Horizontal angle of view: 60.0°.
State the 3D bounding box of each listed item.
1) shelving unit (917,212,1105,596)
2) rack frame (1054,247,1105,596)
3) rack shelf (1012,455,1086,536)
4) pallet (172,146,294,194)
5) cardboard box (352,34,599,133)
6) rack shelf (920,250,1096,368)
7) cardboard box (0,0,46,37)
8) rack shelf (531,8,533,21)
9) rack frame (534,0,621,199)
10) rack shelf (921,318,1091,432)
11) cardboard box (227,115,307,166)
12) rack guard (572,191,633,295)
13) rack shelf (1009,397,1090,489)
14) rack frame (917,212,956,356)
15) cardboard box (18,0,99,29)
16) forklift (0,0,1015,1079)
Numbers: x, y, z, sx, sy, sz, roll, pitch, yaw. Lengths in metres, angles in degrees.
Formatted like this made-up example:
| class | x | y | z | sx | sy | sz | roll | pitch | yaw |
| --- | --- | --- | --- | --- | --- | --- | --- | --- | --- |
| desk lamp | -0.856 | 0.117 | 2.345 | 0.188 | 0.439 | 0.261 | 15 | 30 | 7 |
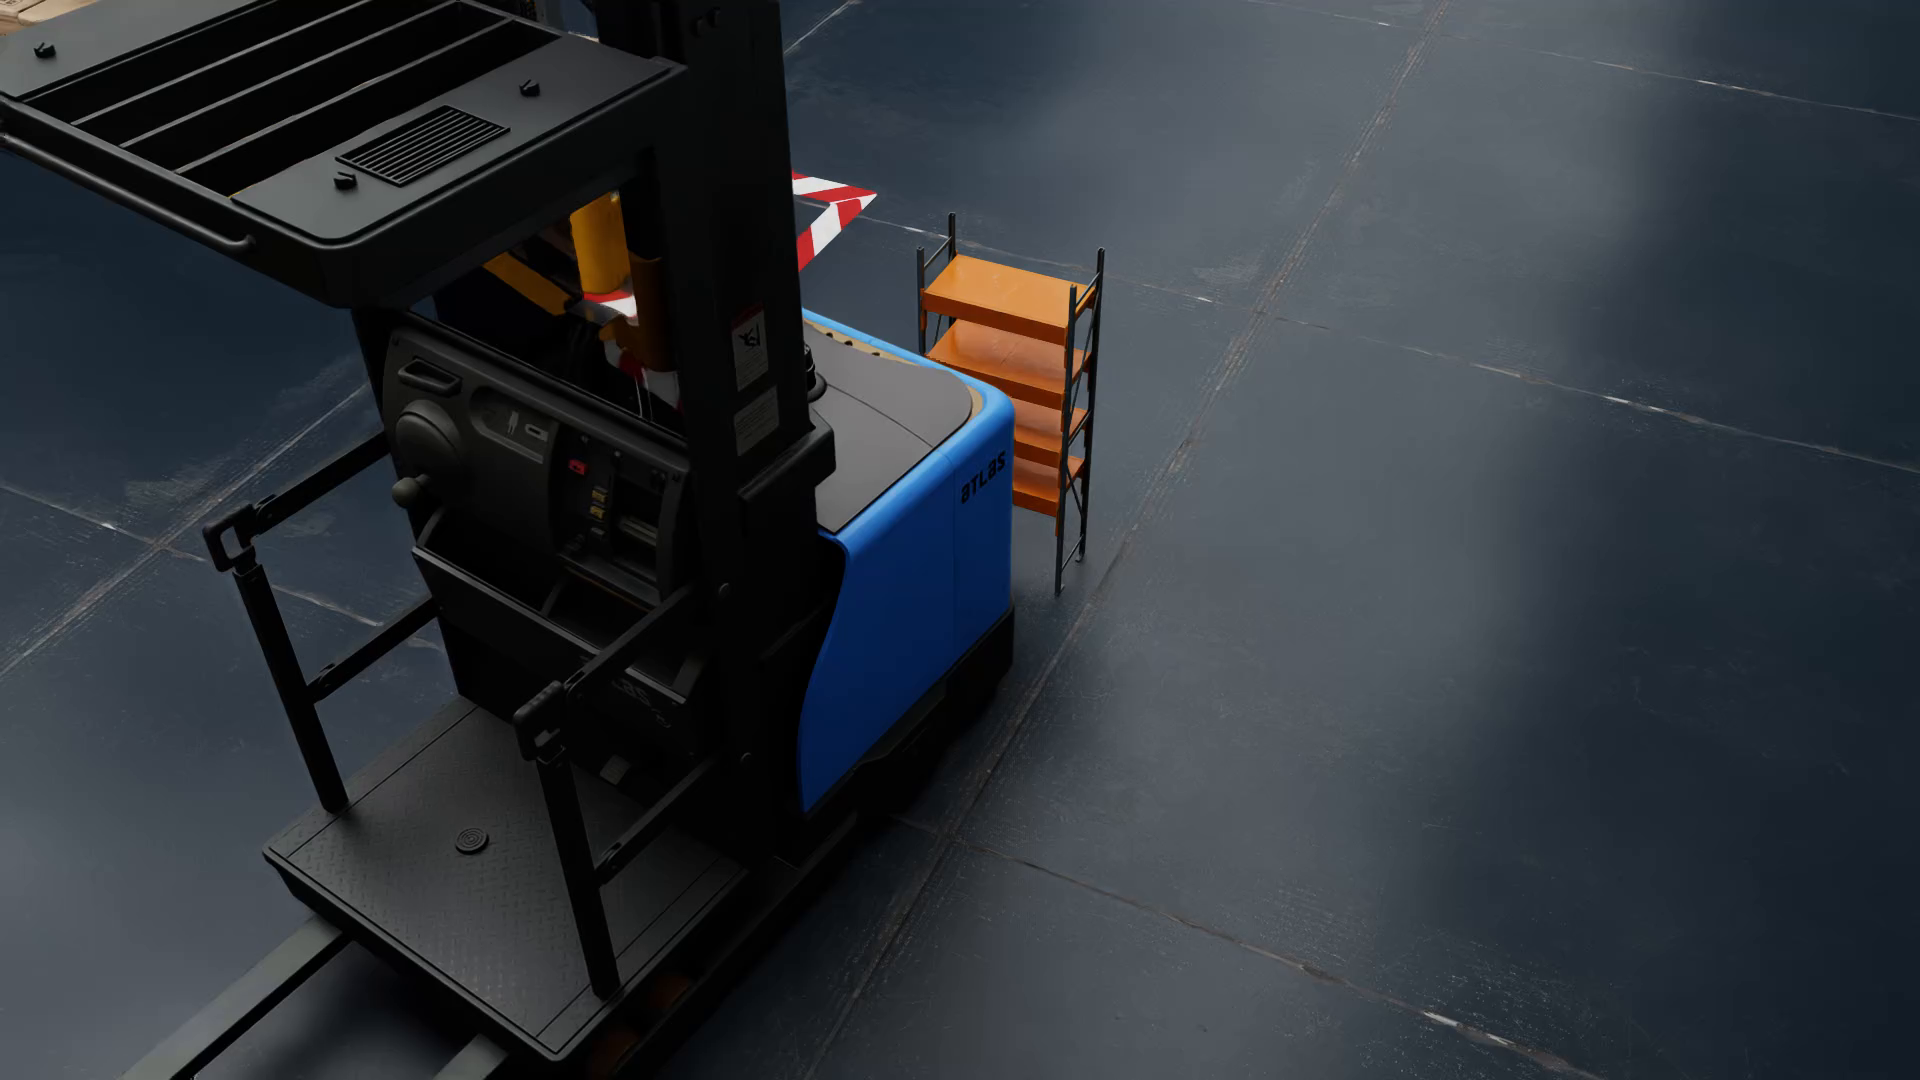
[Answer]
| class | x | y | z | sx | sy | sz | roll | pitch | yaw |
| --- | --- | --- | --- | --- | --- | --- | --- | --- | --- |
| shelving unit | 0.150 | -0.408 | 5.304 | 0.503 | 1.200 | 0.258 | 17 | 44 | 19 |
| rack frame | 0.371 | -0.340 | 5.226 | 0.015 | 1.200 | 0.240 | 17 | 44 | 19 |
| rack shelf | 0.150 | -0.207 | 5.478 | 0.480 | 0.148 | 0.258 | 17 | 44 | 19 |
| pallet | -3.256 | -2.004 | 7.900 | 1.213 | 0.211 | 1.003 | 17 | 44 | 19 |
| cardboard box | -2.037 | -1.858 | 7.238 | 0.875 | 0.438 | 0.875 | 16 | 43 | 17 |
| rack shelf | 0.150 | -0.705 | 5.047 | 0.480 | 0.148 | 0.258 | 17 | 44 | 19 |
| cardboard box | -4.498 | -2.604 | 8.100 | 0.875 | 0.438 | 0.875 | 16 | 44 | 18 |
| rack shelf | -3.209 | -2.826 | 7.269 | 4.000 | 0.370 | 1.077 | 17 | 44 | 19 |
| rack frame | -1.396 | -2.544 | 6.394 | 0.127 | 3.000 | 1.000 | 17 | 44 | 19 |
| rack shelf | 0.150 | -0.526 | 5.202 | 0.480 | 0.148 | 0.258 | 17 | 44 | 19 |
| cardboard box | -2.870 | -2.106 | 7.525 | 0.875 | 0.438 | 0.875 | 18 | 44 | 20 |
| rack guard | -1.375 | -1.592 | 7.206 | 0.348 | 0.500 | 1.175 | 17 | 44 | 19 |
| rack shelf | 0.150 | -0.357 | 5.348 | 0.480 | 0.148 | 0.258 | 17 | 44 | 19 |
| rack frame | -0.071 | -0.475 | 5.382 | 0.015 | 1.200 | 0.240 | 17 | 44 | 19 |
| cardboard box | -3.686 | -2.357 | 7.814 | 0.875 | 0.438 | 0.875 | 16 | 43 | 17 |
| forklift | -1.093 | -0.092 | 3.618 | 1.130 | 2.935 | 3.031 | 25 | 47 | 26 |
